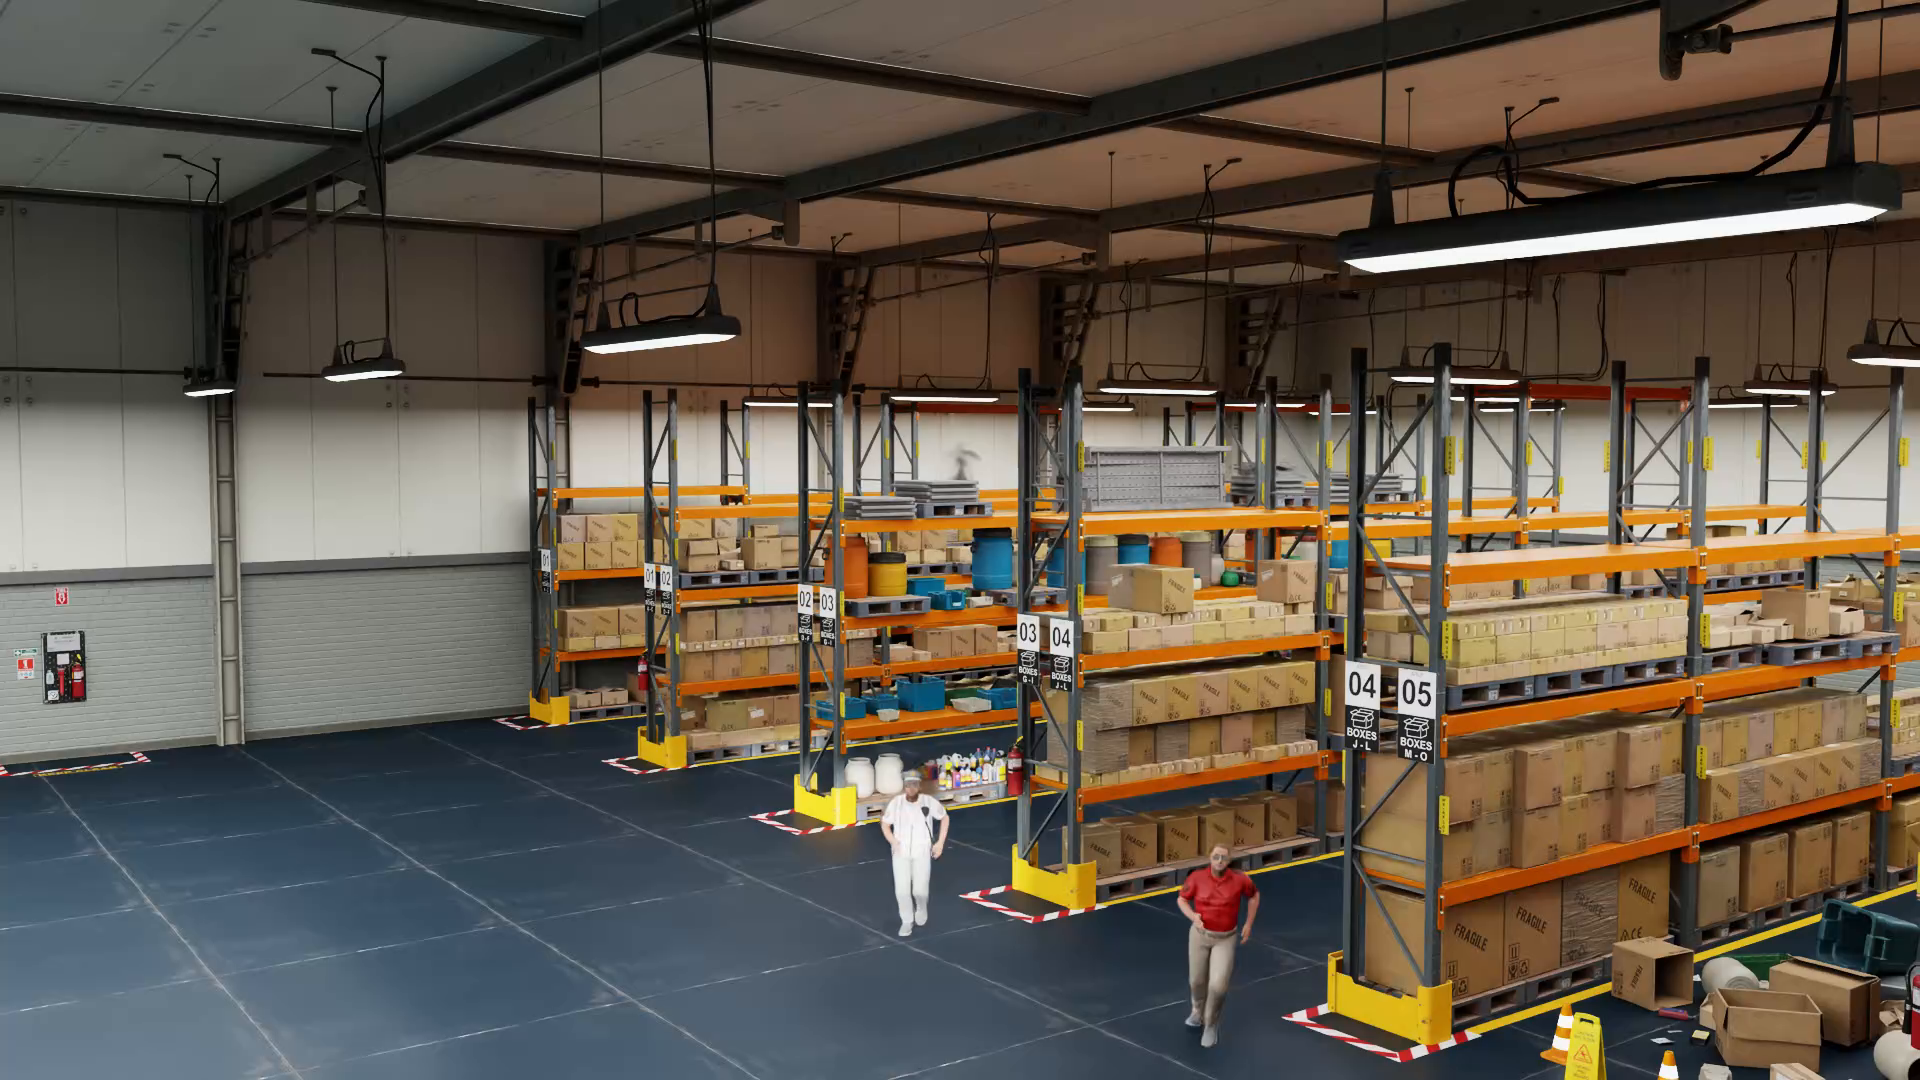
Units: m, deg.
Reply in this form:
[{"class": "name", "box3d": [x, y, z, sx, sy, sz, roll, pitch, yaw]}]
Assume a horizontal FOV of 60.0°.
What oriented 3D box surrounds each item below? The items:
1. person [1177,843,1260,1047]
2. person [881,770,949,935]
[{"class": "person", "box3d": [2.212, 3.484, 14.329, 0.686, 1.777, 0.733, 1, 4, 17]}, {"class": "person", "box3d": [-0.477, 3.271, 17.421, 0.708, 1.745, 0.605, 0, 3, 3]}]
